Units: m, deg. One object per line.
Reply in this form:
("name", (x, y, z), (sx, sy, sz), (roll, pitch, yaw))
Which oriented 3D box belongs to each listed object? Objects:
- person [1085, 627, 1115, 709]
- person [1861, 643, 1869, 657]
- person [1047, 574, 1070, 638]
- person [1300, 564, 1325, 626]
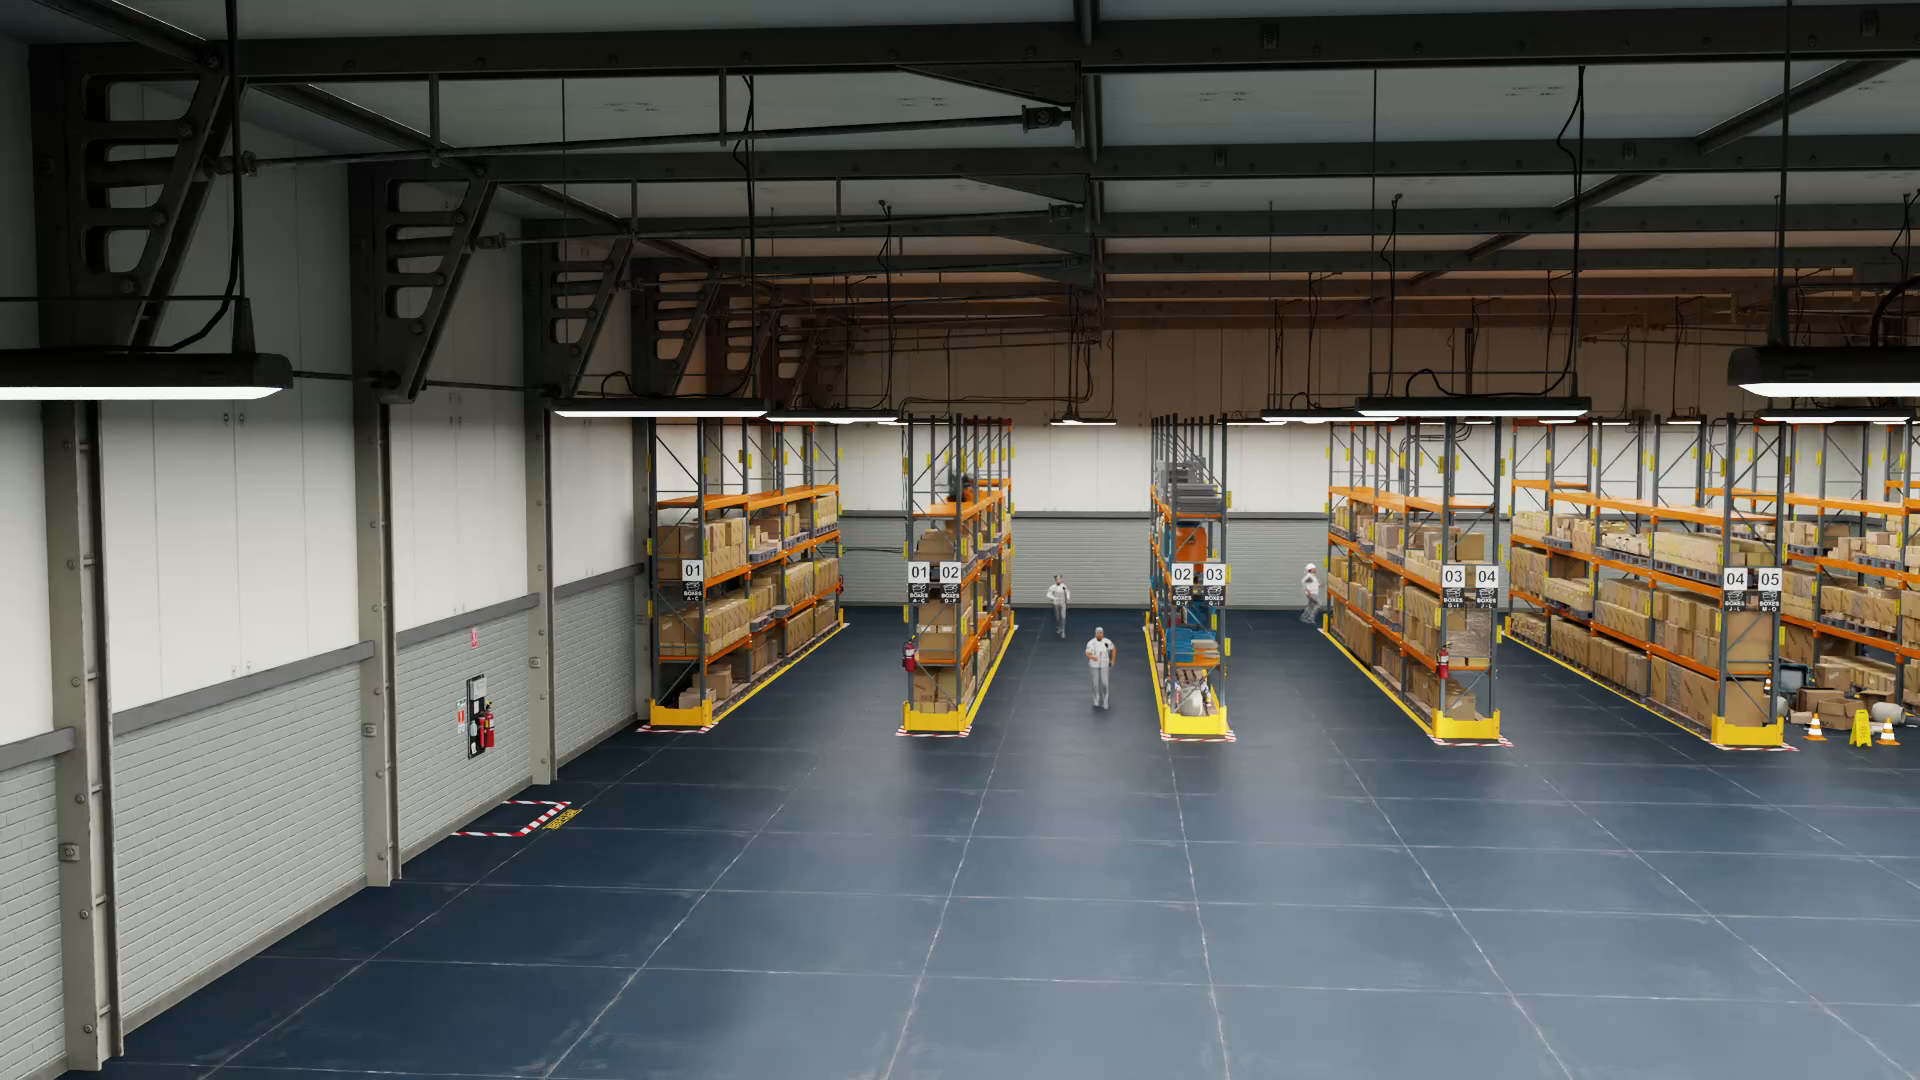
("person", (2.867, 2.628, 33.941), (0.619, 1.711, 0.691), (0, 4, 3))
("person", (21.783, 2.253, 40.052), (0.533, 1.547, 0.565), (0, 4, -3))
("person", (2.706, 1.811, 45.688), (0.649, 1.753, 0.796), (0, 4, -6))
("person", (10.254, 1.588, 48.380), (0.716, 1.792, 0.625), (1, 4, 18))
